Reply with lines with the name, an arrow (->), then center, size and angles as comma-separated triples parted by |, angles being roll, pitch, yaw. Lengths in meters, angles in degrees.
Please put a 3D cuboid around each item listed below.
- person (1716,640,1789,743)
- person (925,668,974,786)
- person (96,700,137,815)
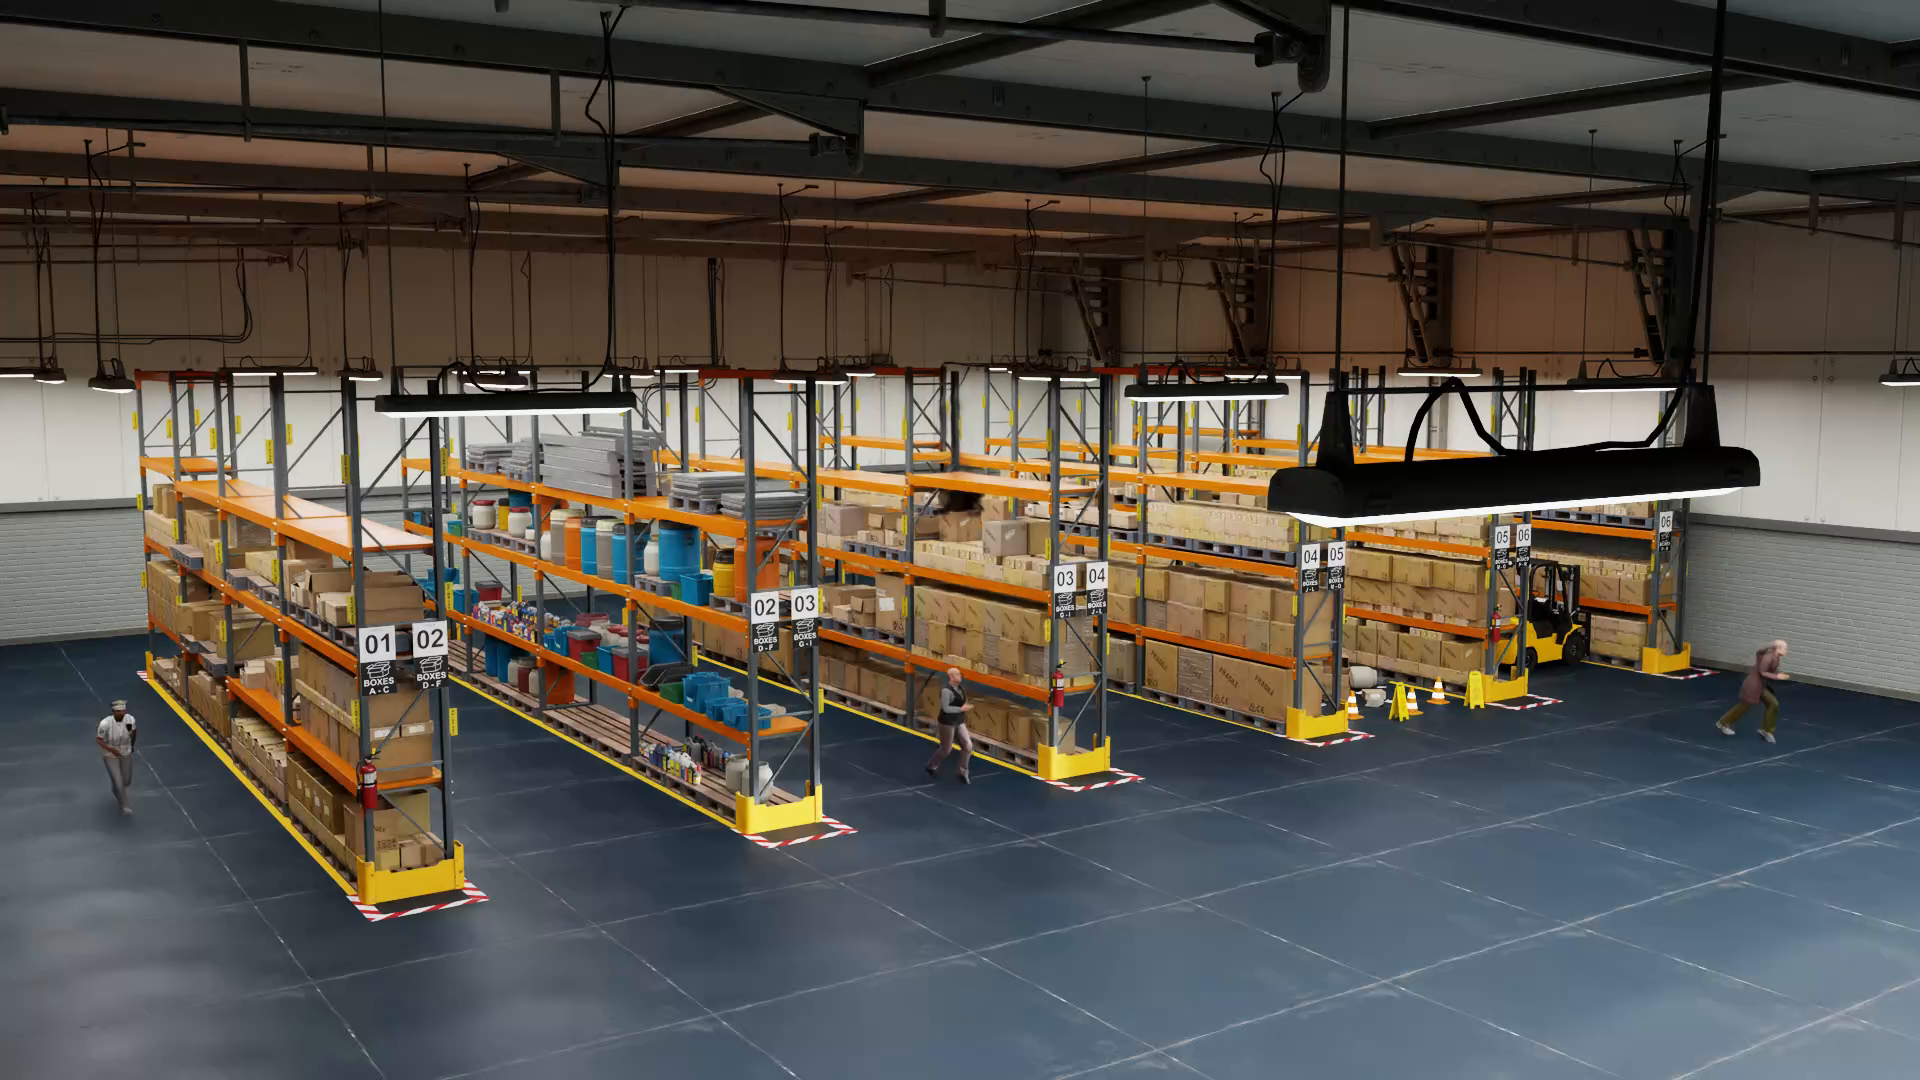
person -> 12.975, 2.460, 27.214 | 1.071, 1.740, 0.753 | 5, 8, 36
person -> -0.153, 2.752, 24.394 | 0.822, 1.805, 0.680 | 3, 7, 27
person -> -11.611, 2.960, 22.915 | 0.539, 1.631, 0.719 | -5, 8, -38
